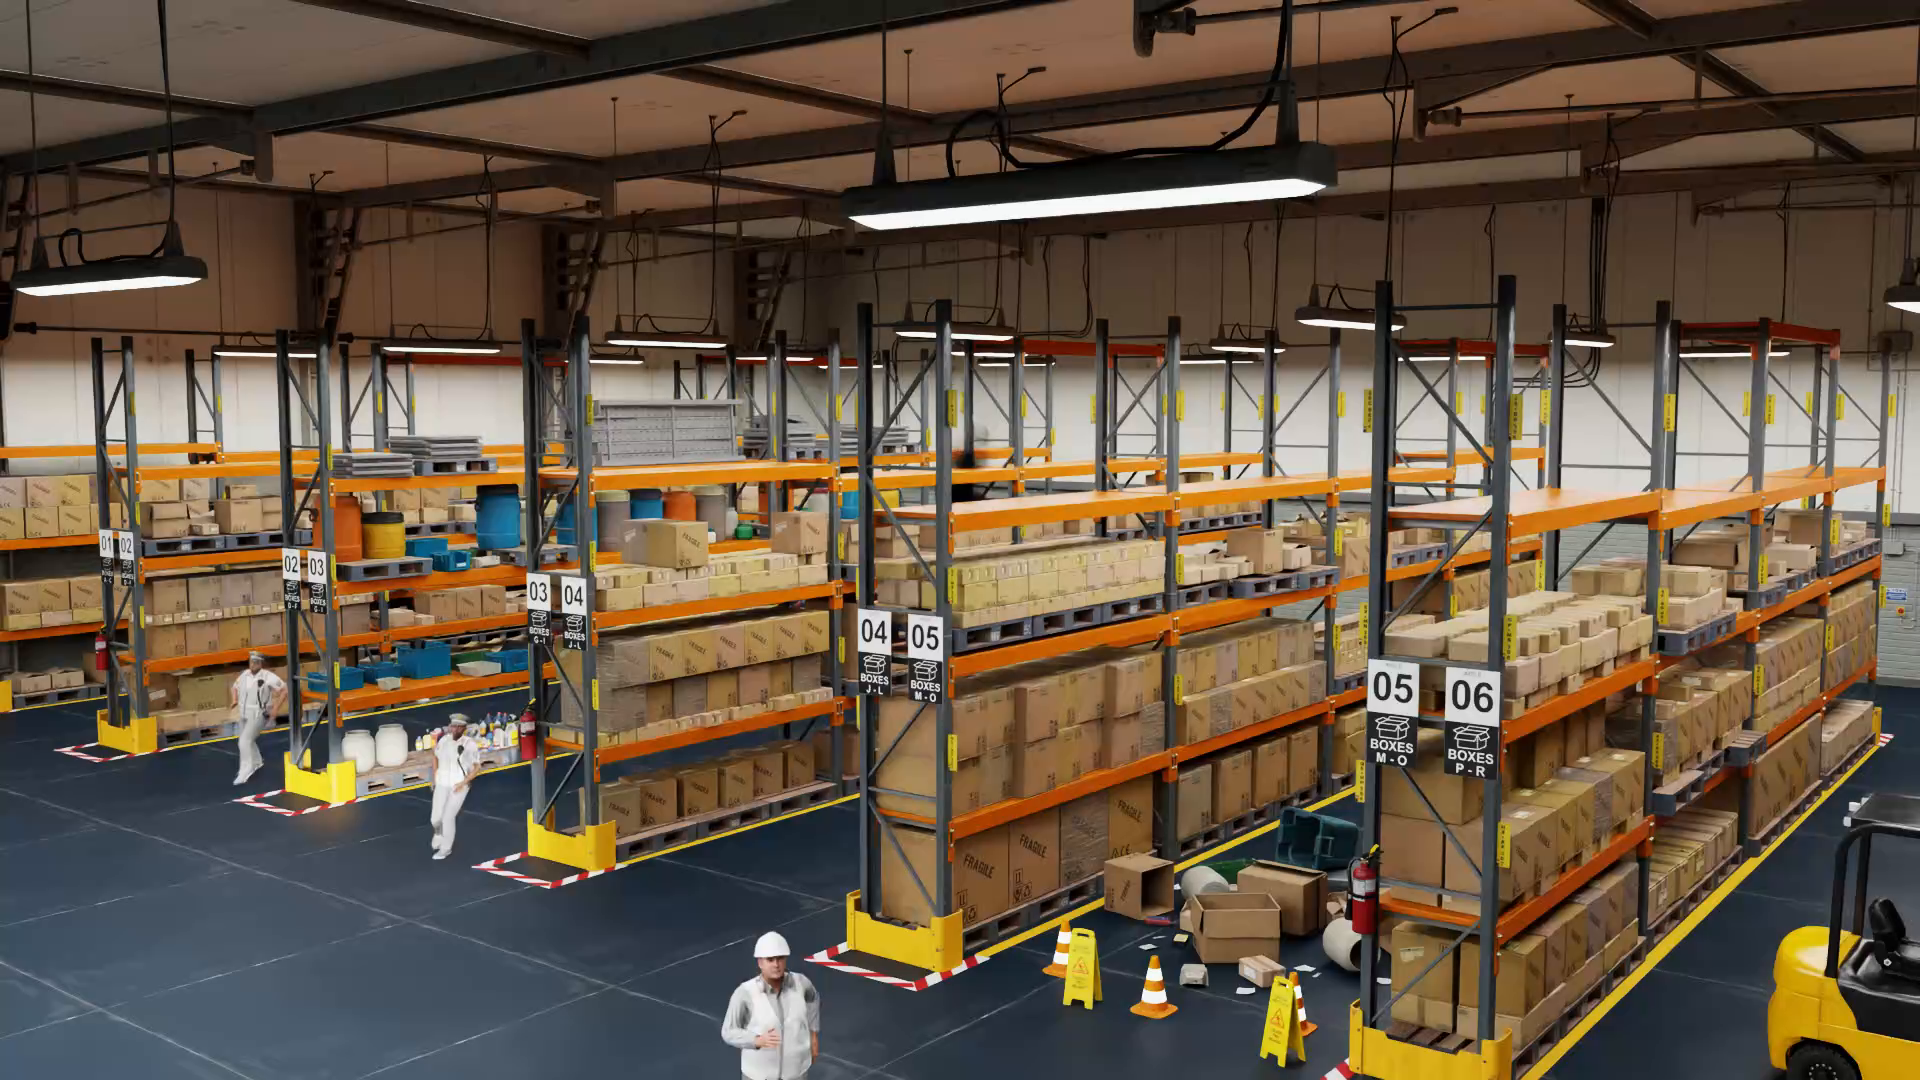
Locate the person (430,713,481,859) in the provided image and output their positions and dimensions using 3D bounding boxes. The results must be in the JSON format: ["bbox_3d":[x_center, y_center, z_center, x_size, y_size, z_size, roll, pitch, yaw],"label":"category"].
[{"bbox_3d":[-5.662,2.734,18.578,0.633,1.639,0.524,0,5,1],"label":"person"}]

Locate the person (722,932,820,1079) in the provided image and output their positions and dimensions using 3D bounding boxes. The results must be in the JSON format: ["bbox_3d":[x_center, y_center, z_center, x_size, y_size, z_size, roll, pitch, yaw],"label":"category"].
[{"bbox_3d":[-1.177,3.358,10.482,0.671,1.825,0.828,-1,5,-16],"label":"person"}]

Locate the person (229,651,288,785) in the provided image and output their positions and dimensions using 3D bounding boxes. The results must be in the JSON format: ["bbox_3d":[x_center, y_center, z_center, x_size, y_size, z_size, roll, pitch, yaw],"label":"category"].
[{"bbox_3d":[-9.453,2.370,22.327,0.733,1.809,0.698,2,5,18],"label":"person"}]
